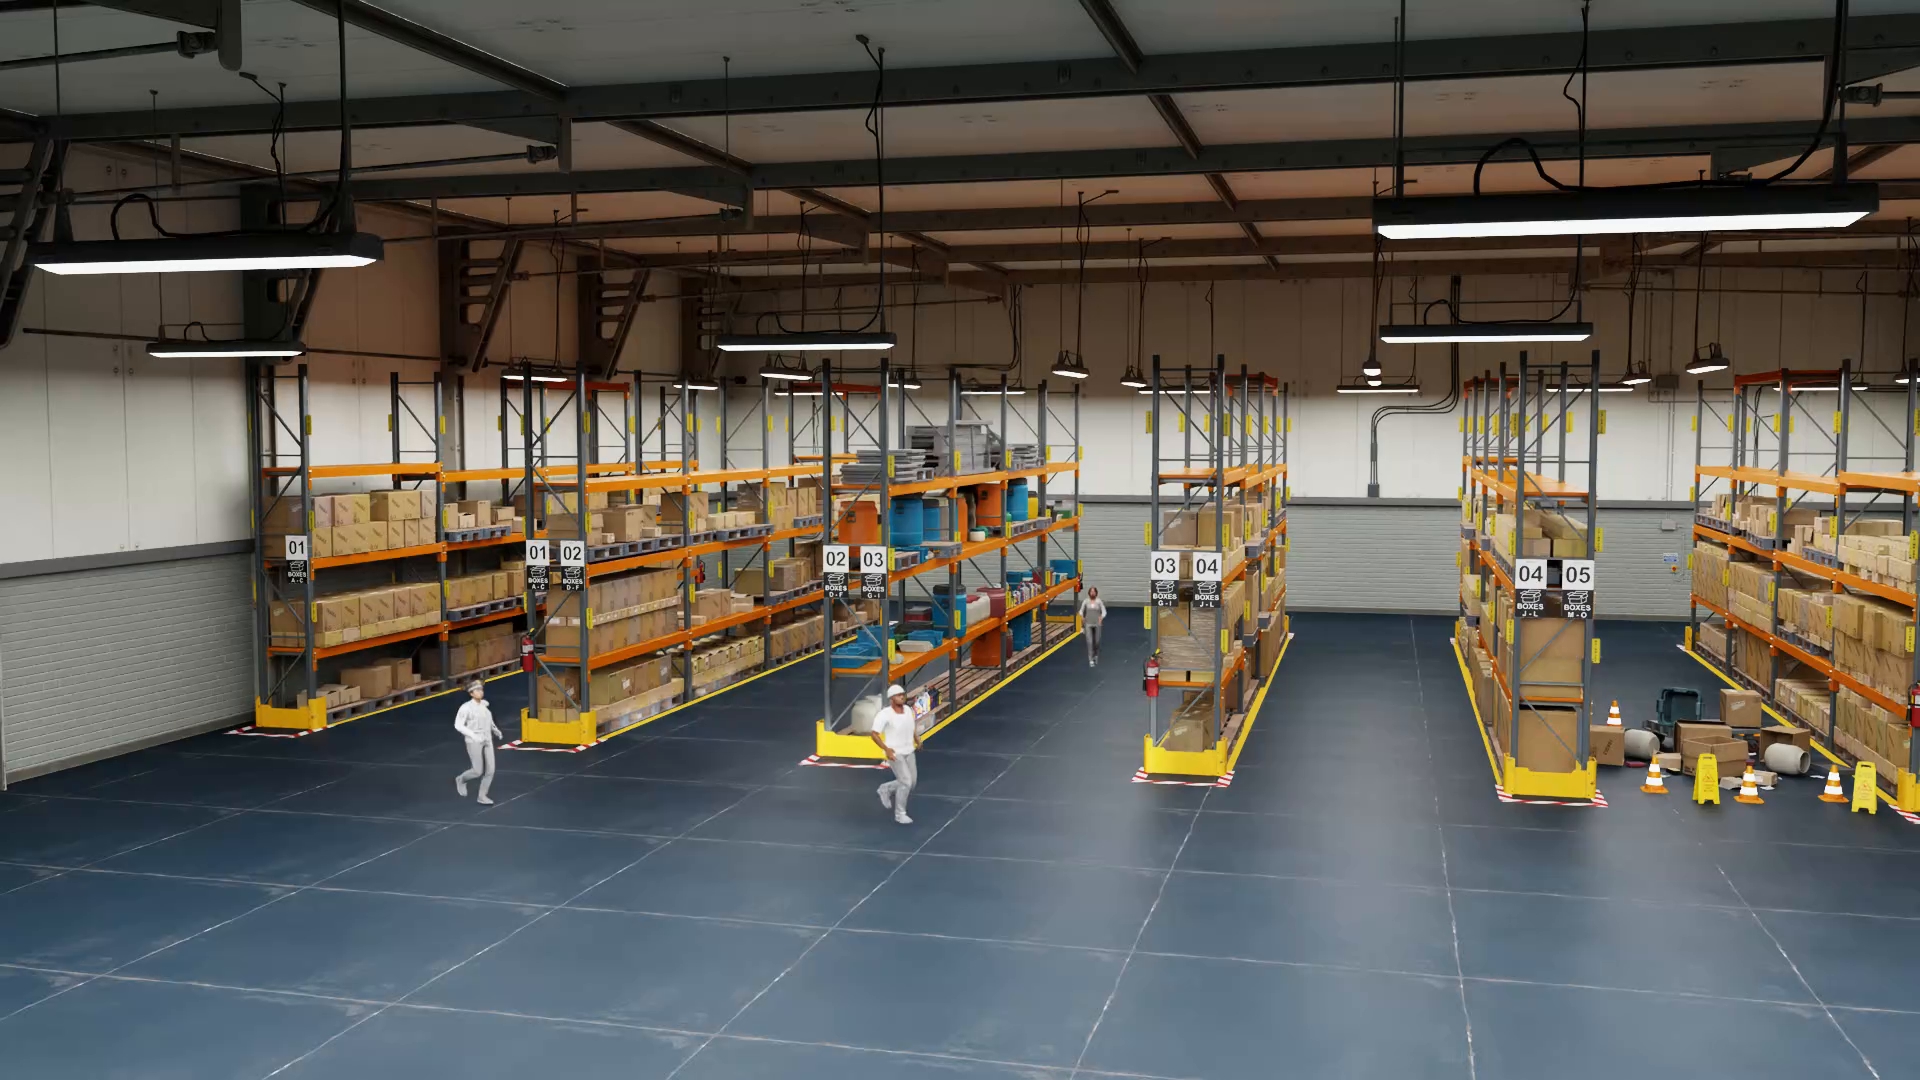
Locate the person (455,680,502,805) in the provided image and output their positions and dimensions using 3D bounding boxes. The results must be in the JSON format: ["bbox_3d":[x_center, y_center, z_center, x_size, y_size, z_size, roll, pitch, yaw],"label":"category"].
[{"bbox_3d":[-6.391,2.659,22.008,0.580,1.647,0.616,3,5,34],"label":"person"}]

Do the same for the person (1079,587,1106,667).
[{"bbox_3d":[2.590,1.688,32.551,0.535,1.557,0.512,0,4,5],"label":"person"}]

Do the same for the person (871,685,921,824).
[{"bbox_3d":[-0.814,2.692,21.070,0.640,1.735,0.694,4,5,42],"label":"person"}]
